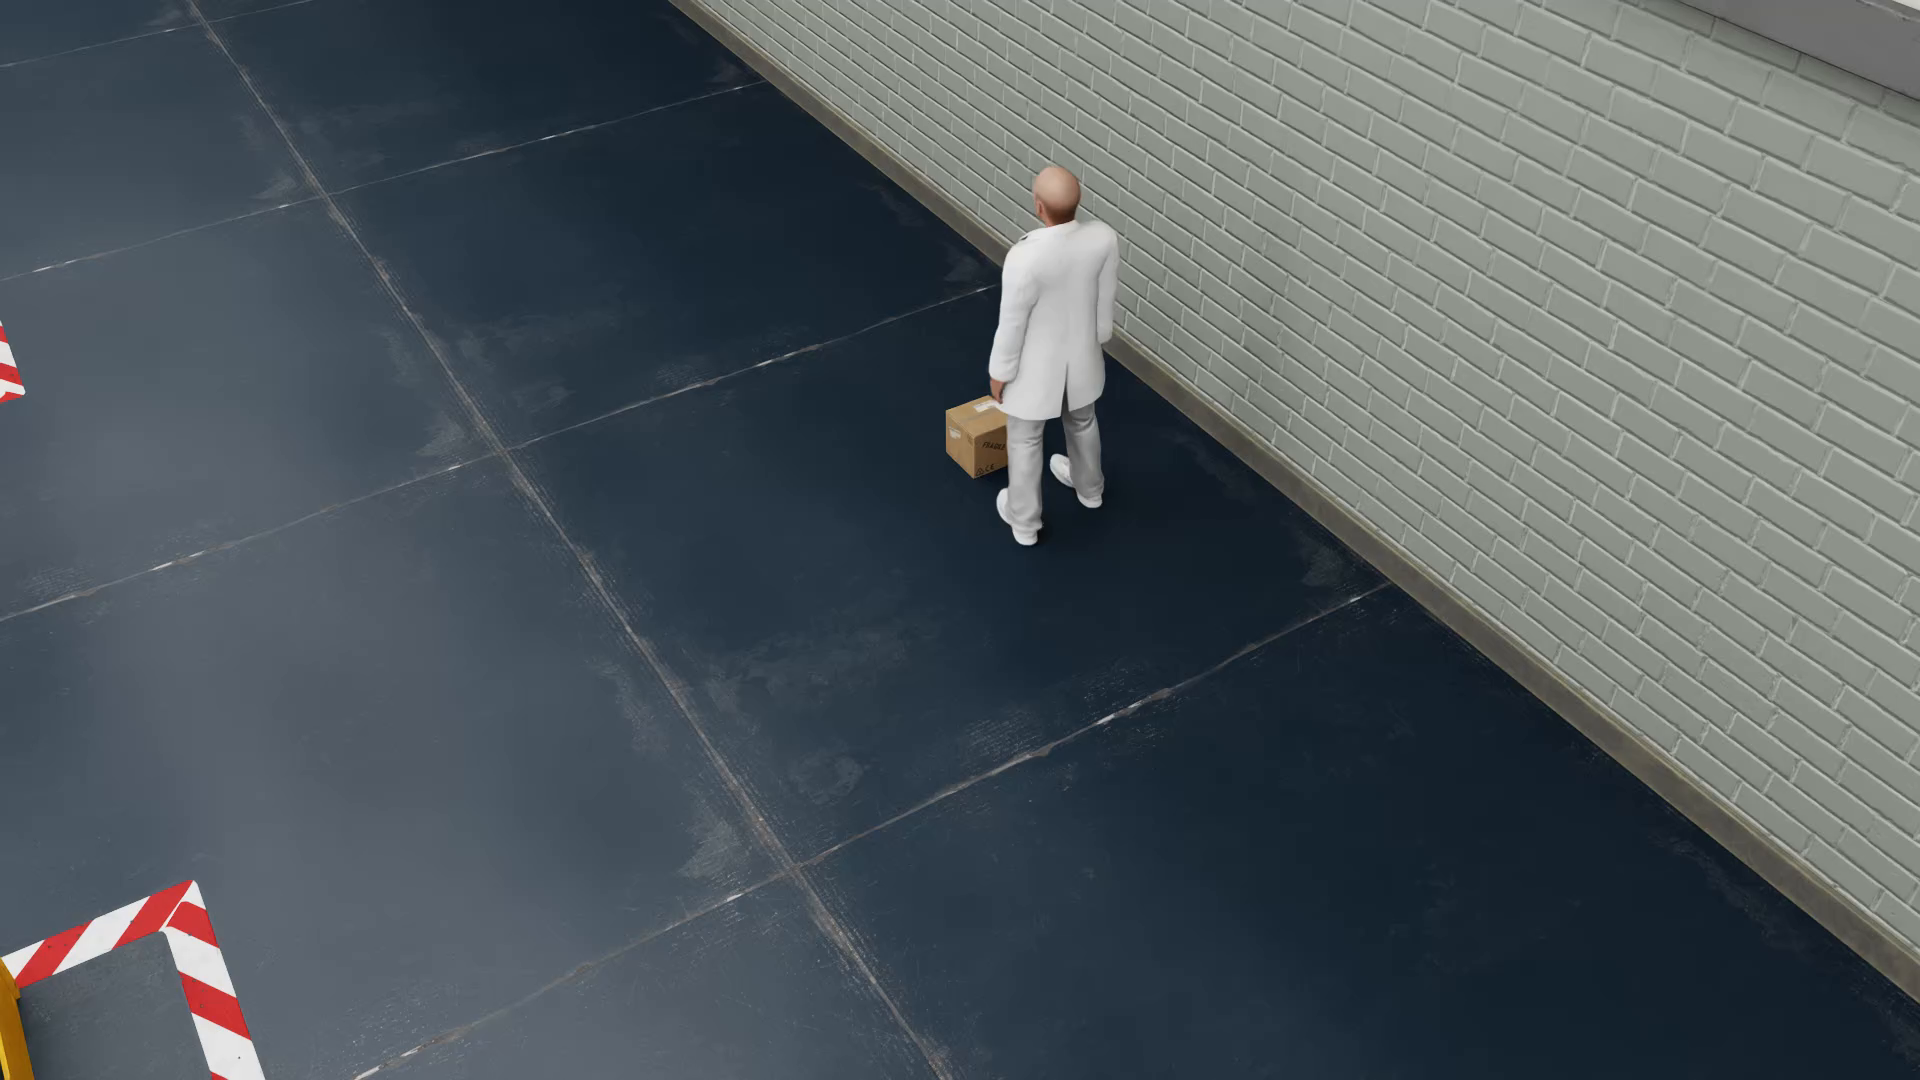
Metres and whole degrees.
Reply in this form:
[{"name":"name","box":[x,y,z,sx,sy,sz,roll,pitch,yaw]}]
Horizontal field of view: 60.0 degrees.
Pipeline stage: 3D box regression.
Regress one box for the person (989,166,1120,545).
[{"name":"person","box":[0.354,-0.827,7.135,0.617,1.776,0.471,-18,43,-20]}]
